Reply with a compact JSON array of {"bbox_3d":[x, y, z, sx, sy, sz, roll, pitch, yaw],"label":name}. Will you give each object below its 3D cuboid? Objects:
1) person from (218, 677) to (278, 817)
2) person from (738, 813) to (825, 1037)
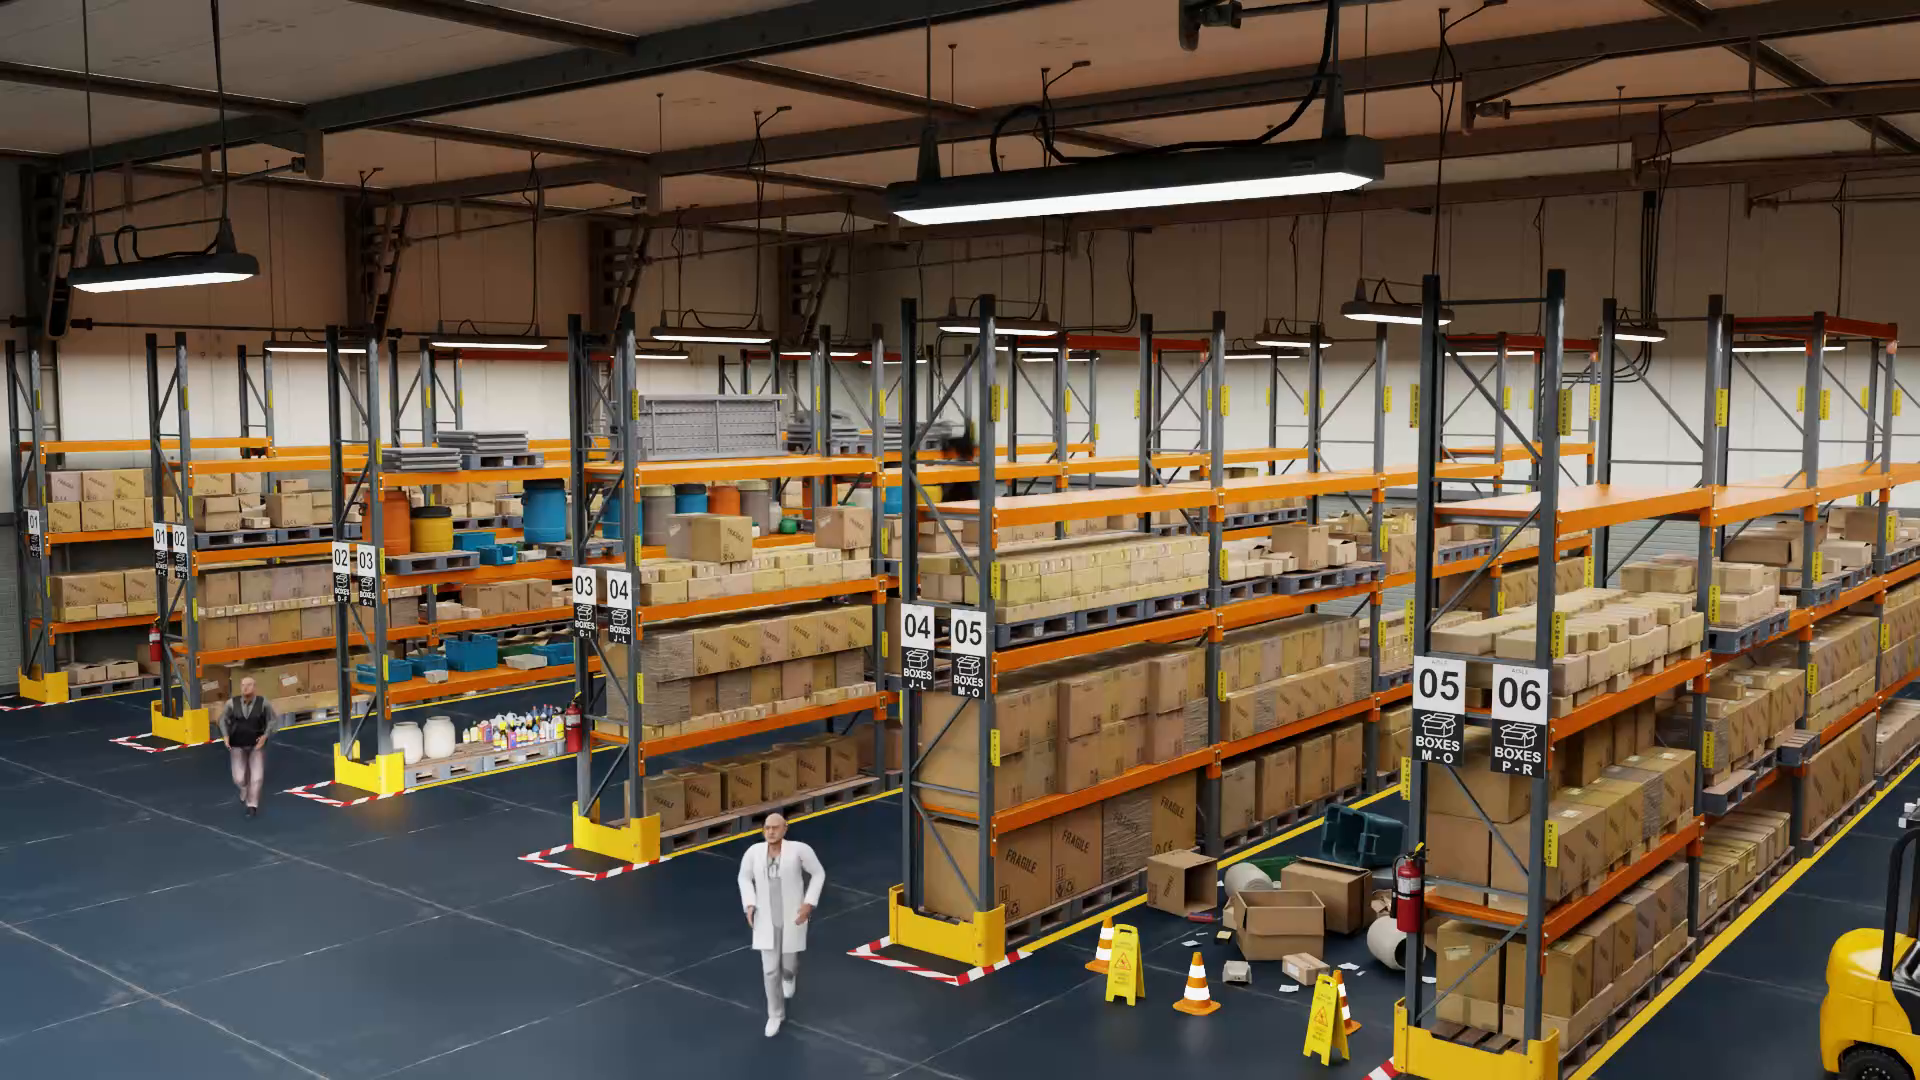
[{"bbox_3d":[-8.695,2.513,20.337,0.680,1.701,0.556,-2,5,-18],"label":"person"},{"bbox_3d":[-1.455,3.082,13.609,0.721,1.777,0.738,0,5,5],"label":"person"}]
